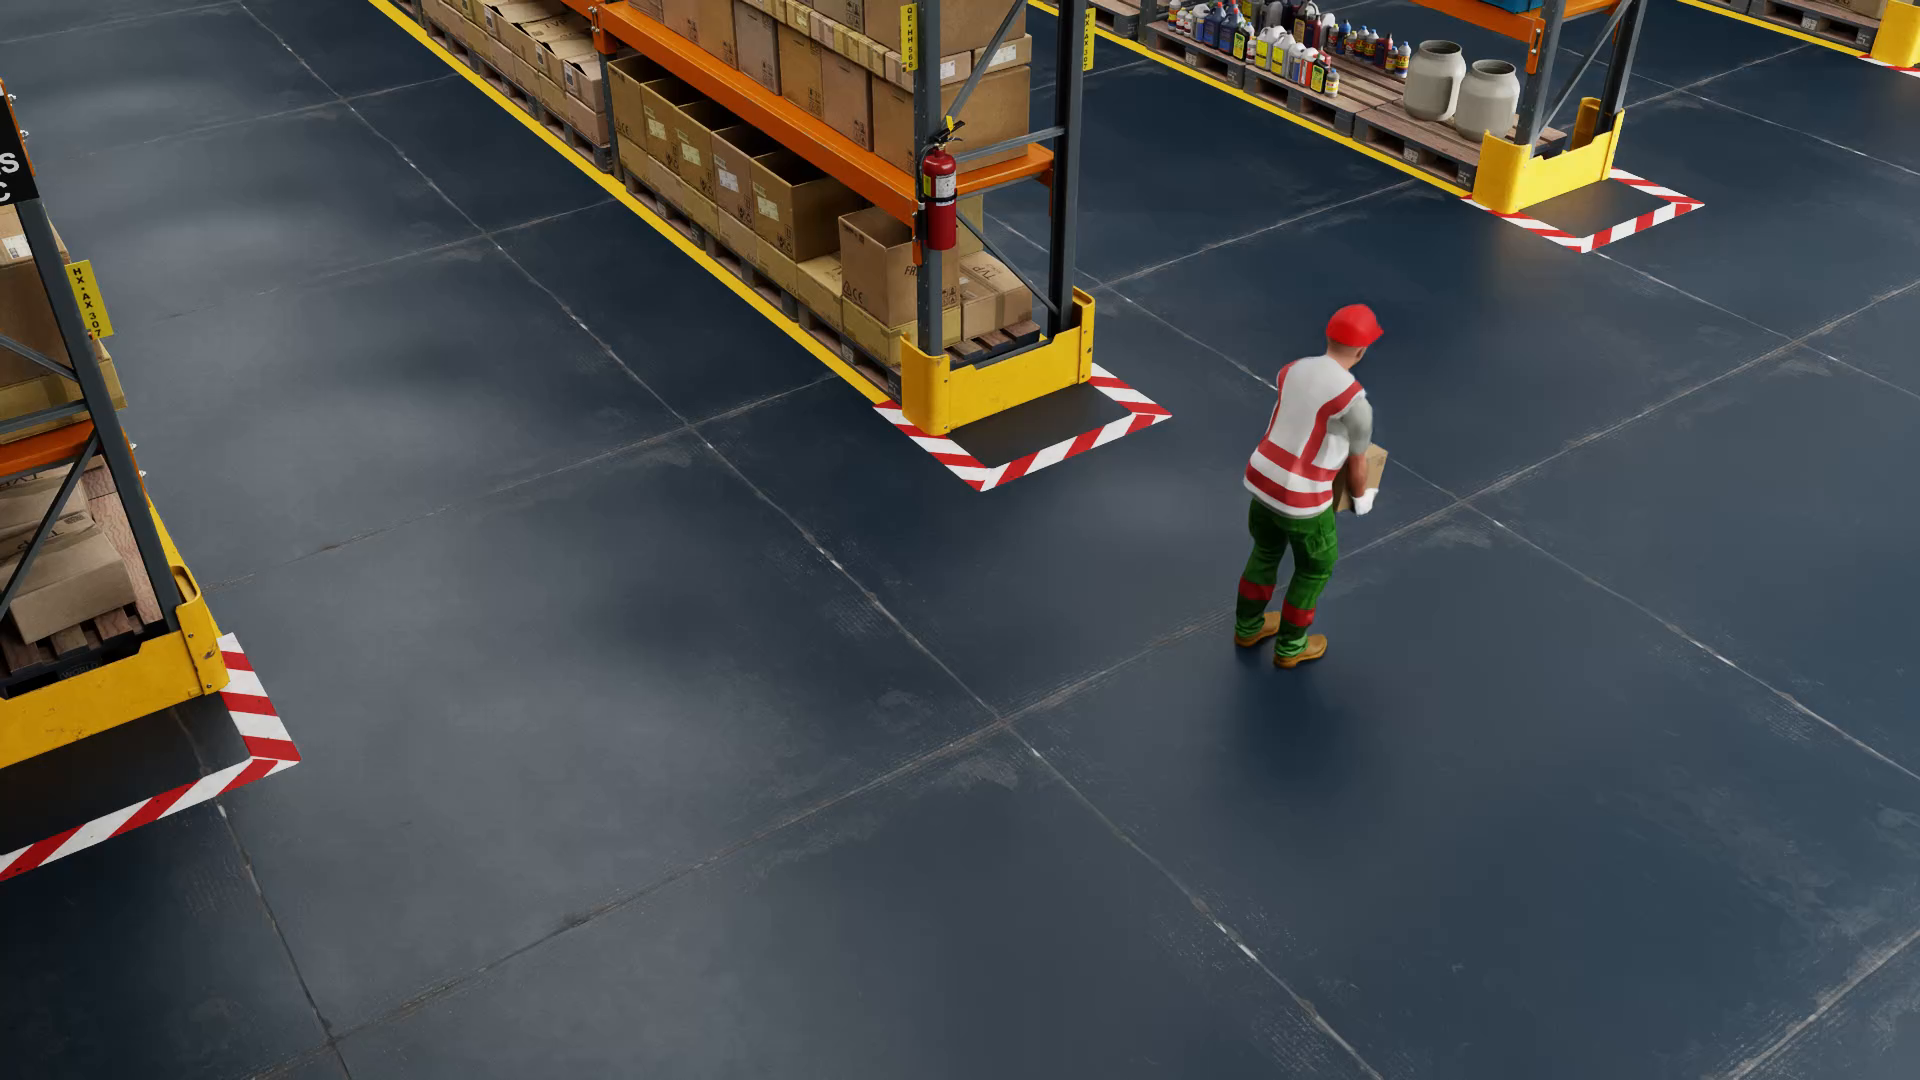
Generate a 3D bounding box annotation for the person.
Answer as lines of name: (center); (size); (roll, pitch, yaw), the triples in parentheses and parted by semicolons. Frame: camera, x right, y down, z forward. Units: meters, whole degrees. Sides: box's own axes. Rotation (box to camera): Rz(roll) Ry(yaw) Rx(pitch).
person: (1.539, -0.228, 7.349); (0.605, 1.724, 0.481); (-23, 42, -28)
